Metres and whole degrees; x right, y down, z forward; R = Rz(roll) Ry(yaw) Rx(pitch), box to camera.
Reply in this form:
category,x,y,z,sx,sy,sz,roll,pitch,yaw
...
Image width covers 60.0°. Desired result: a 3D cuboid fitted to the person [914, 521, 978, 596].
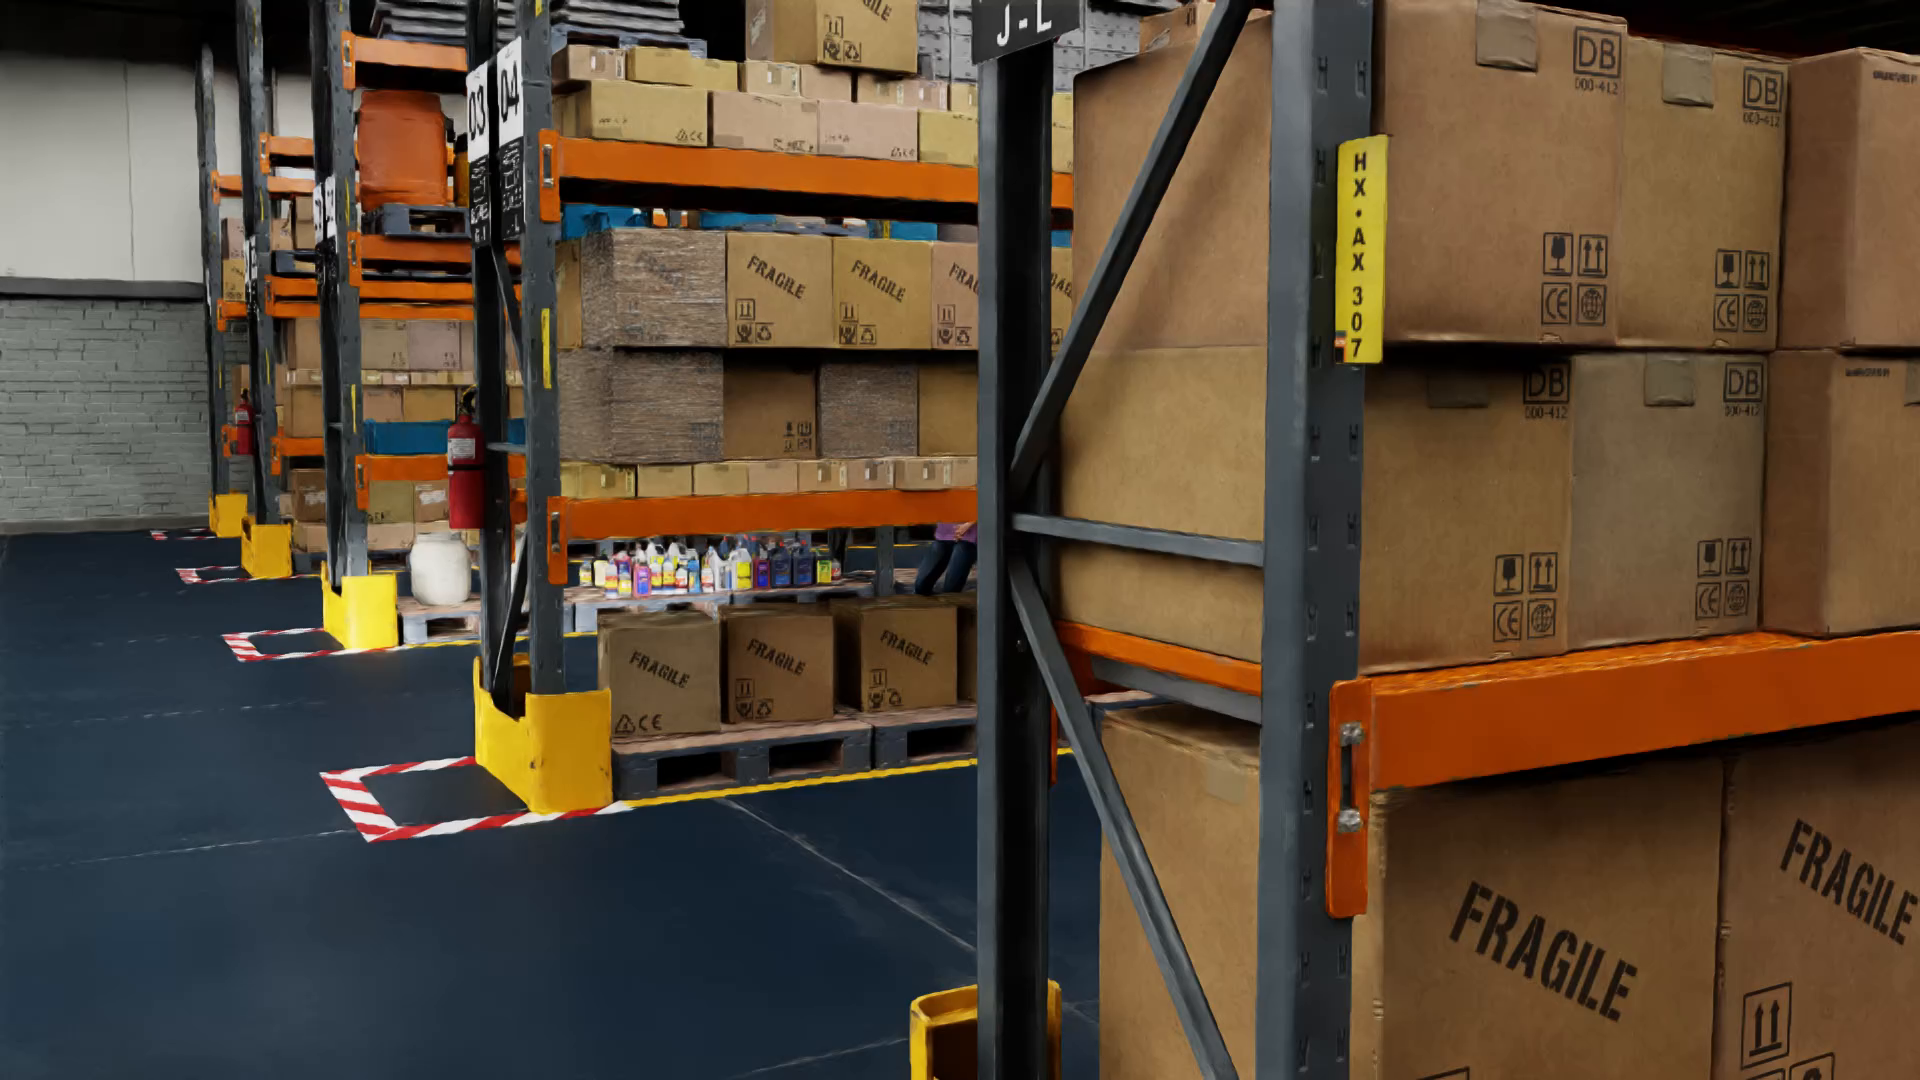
category,x,y,z,sx,sy,sz,roll,pitch,yaw
person,-0.021,0.015,10.728,0.450,1.566,0.665,-4,7,-38
